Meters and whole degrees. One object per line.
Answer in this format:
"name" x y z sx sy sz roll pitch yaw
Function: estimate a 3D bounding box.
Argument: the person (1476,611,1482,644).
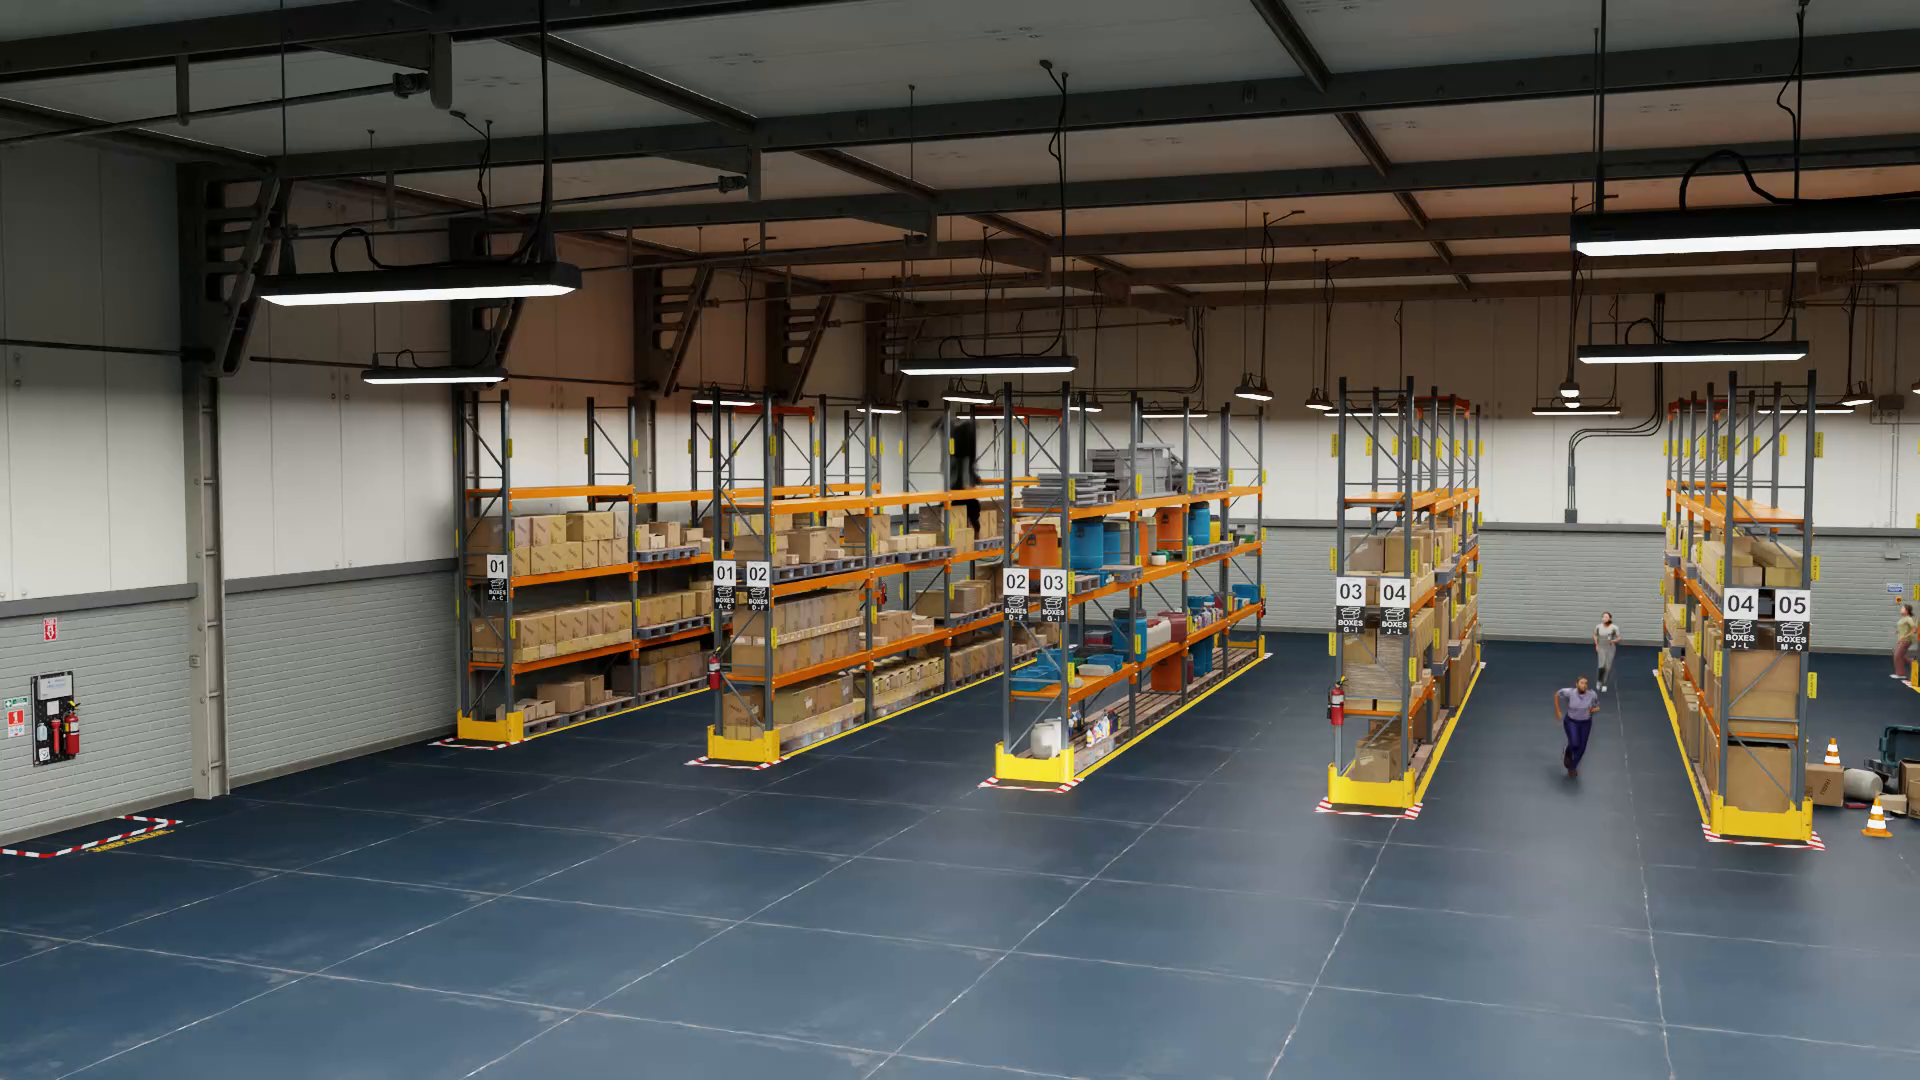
"person" 12.057 2.035 39.260 0.505 1.609 0.650 2 4 27

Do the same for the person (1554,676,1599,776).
"person" 9.378 2.826 25.246 0.590 1.572 0.742 0 3 1

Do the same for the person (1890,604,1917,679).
"person" 20.547 2.202 36.042 0.618 1.626 0.574 1 3 16

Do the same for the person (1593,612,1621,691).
"person" 13.277 2.294 34.155 0.547 1.636 0.600 1 3 25
